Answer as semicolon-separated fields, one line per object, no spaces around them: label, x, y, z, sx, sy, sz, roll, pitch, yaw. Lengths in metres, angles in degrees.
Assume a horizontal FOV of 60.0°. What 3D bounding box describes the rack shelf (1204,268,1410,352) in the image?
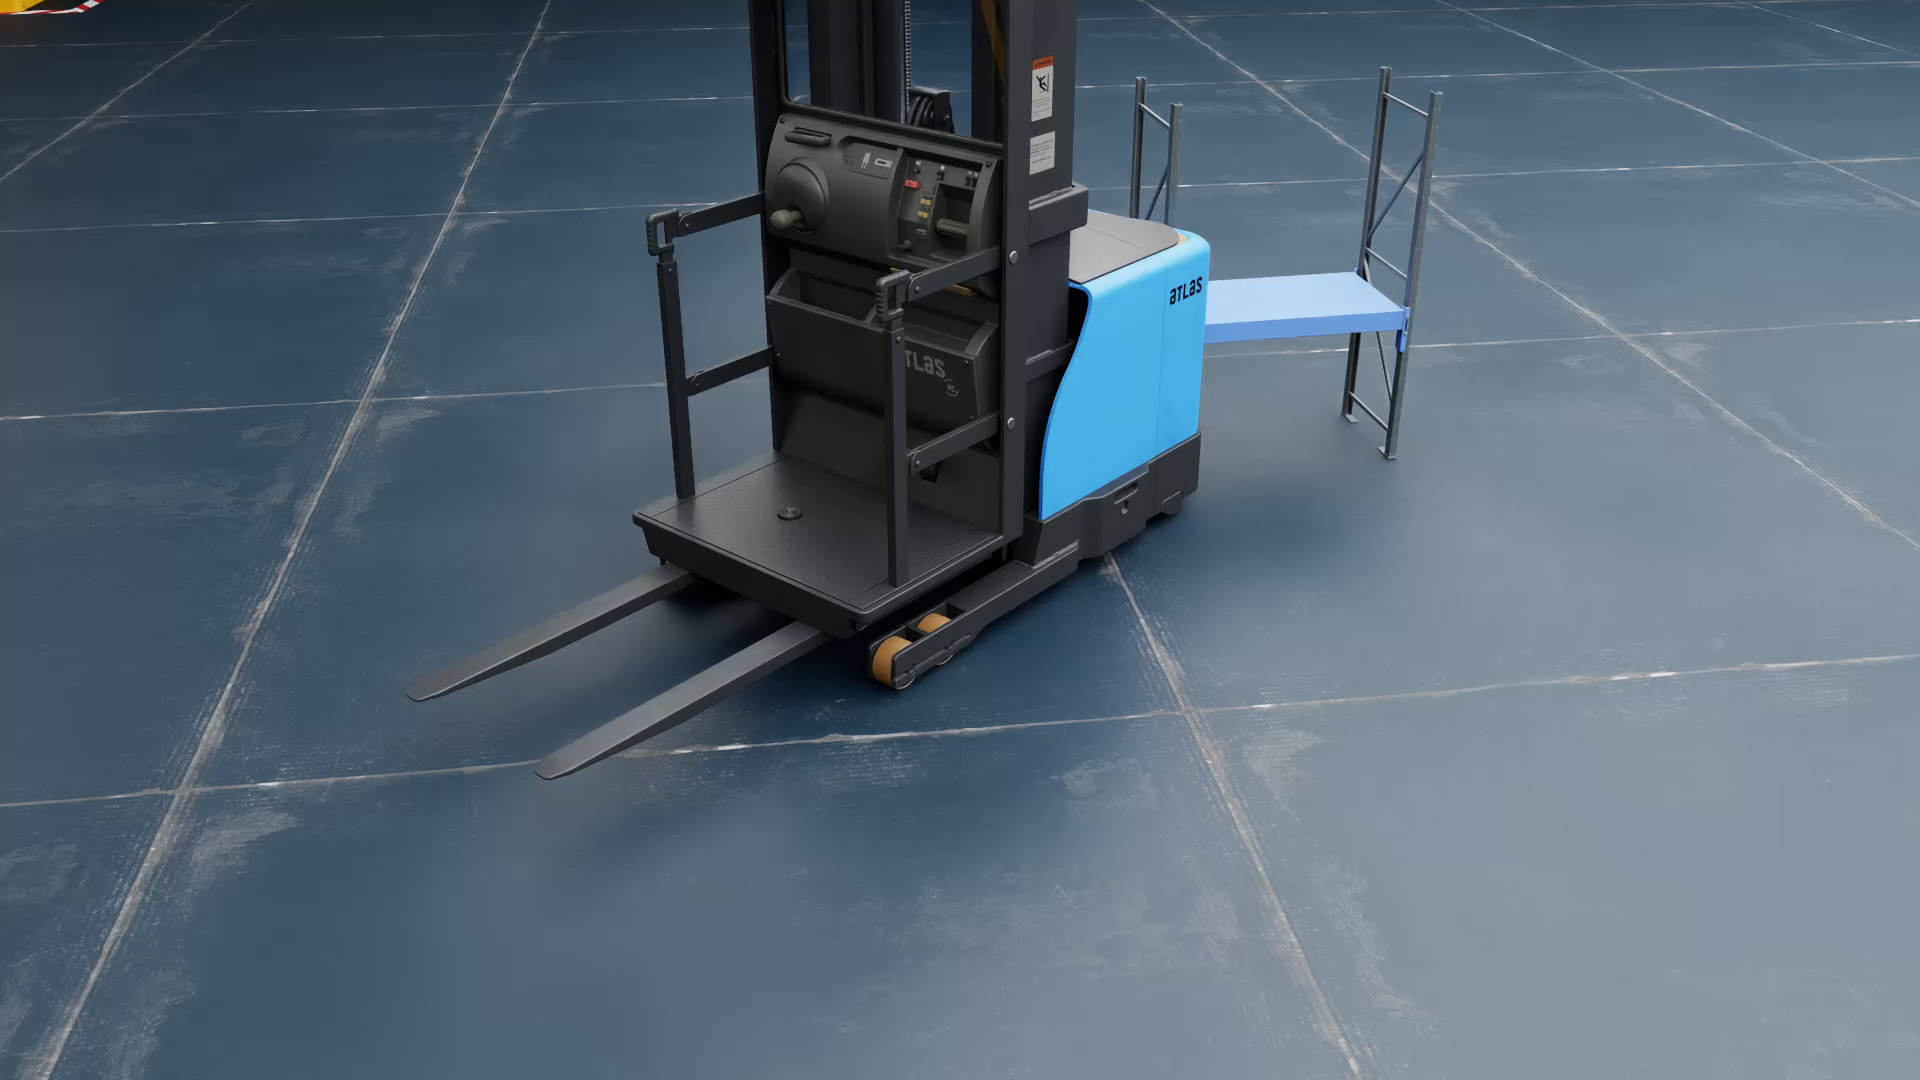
rack shelf;1.246;-0.910;6.775;1.000;0.185;0.538;-5;28;-10

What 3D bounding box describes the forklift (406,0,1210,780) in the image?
forklift;-0.402;-1.085;5.155;1.130;2.935;3.031;21;34;35

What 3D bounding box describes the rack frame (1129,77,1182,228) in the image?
rack frame;0.747;-1.026;6.607;0.032;1.500;0.500;-5;28;-10

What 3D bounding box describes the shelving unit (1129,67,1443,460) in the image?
shelving unit;1.246;-1.070;6.693;1.048;1.500;0.538;-5;28;-10

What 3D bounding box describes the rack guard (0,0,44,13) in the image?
rack guard;-9.502;-5.673;16.759;0.348;0.500;1.175;-4;27;-7

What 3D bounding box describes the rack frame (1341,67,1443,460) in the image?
rack frame;1.745;-1.115;6.780;0.032;1.500;0.500;-5;28;-10
